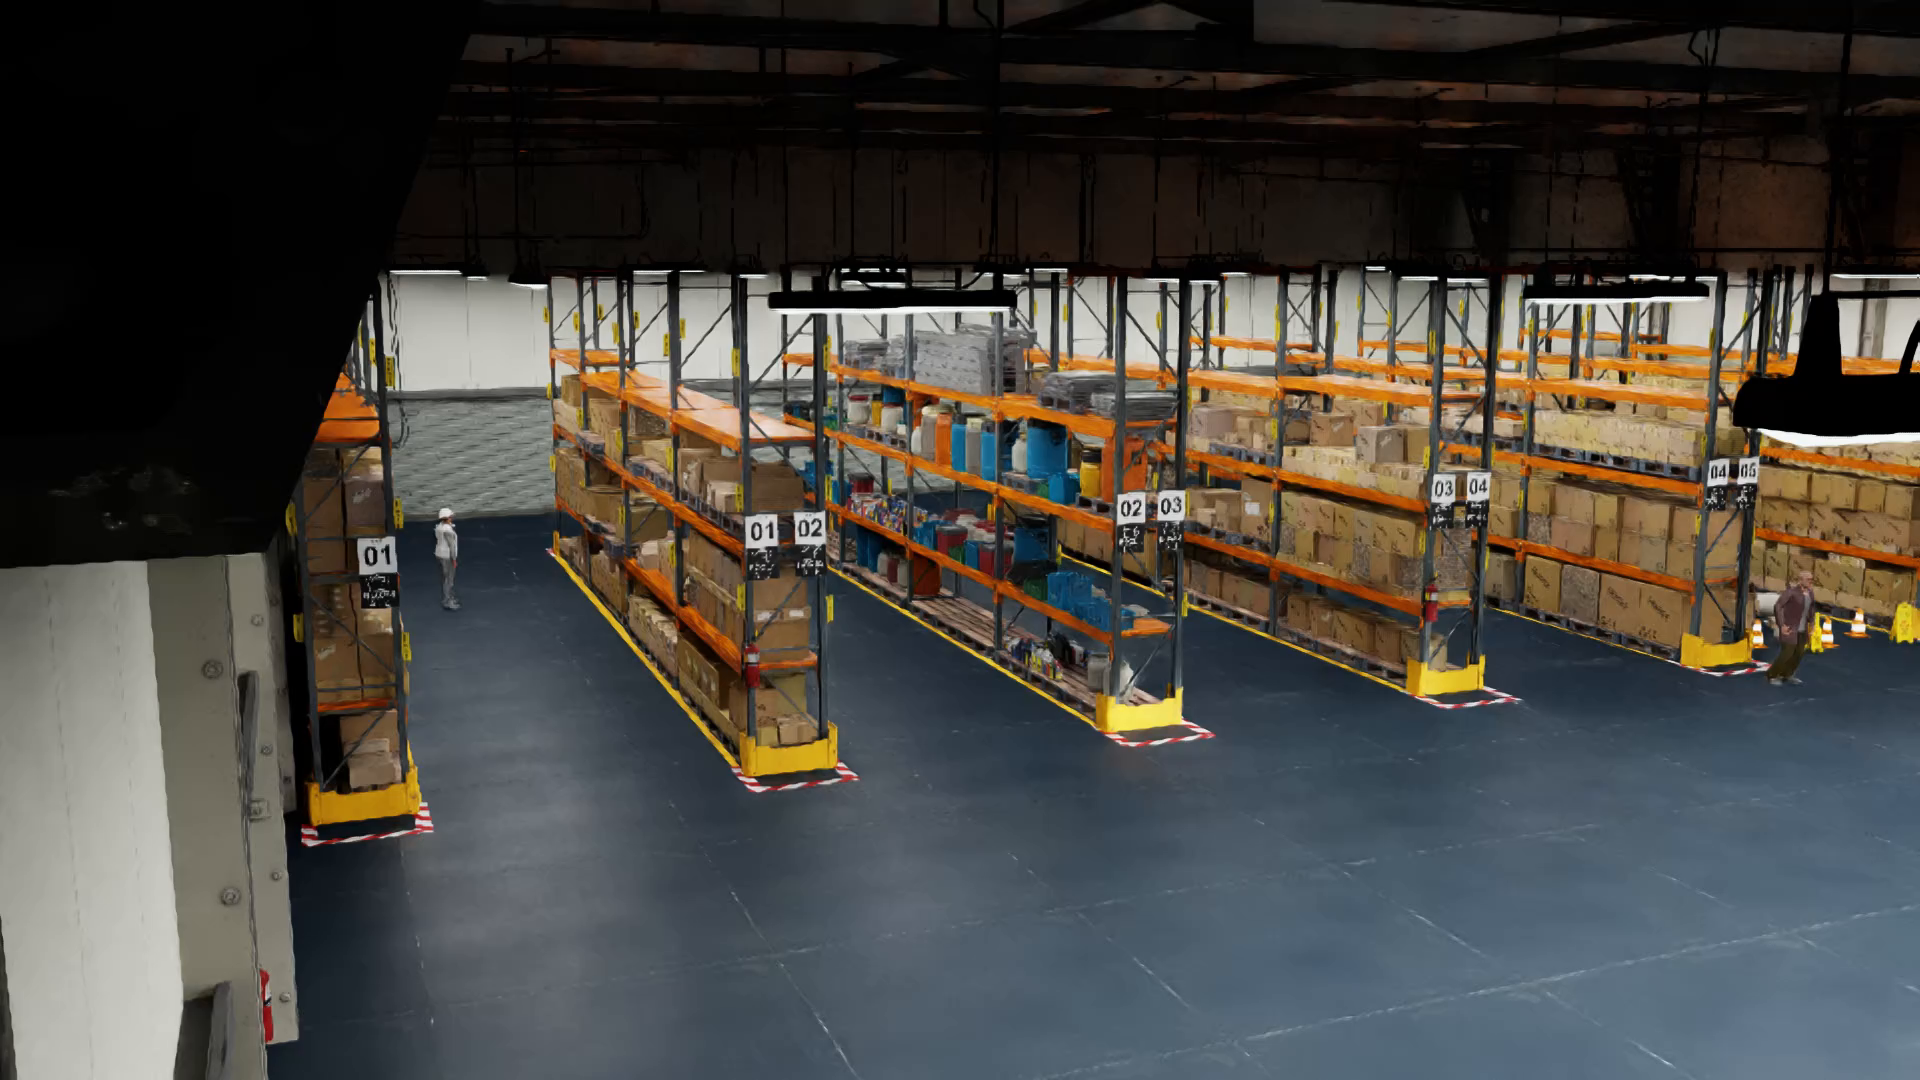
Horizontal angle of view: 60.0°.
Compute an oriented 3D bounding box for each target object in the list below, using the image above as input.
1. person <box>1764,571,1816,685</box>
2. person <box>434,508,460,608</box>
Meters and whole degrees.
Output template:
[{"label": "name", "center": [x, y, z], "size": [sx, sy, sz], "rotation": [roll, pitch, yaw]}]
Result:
[{"label": "person", "center": [12.191, 1.277, 24.364], "size": [0.729, 1.733, 0.546], "rotation": [-4, 11, -22]}, {"label": "person", "center": [-9.120, 0.300, 29.709], "size": [0.463, 1.782, 0.598], "rotation": [-8, 13, -40]}]
